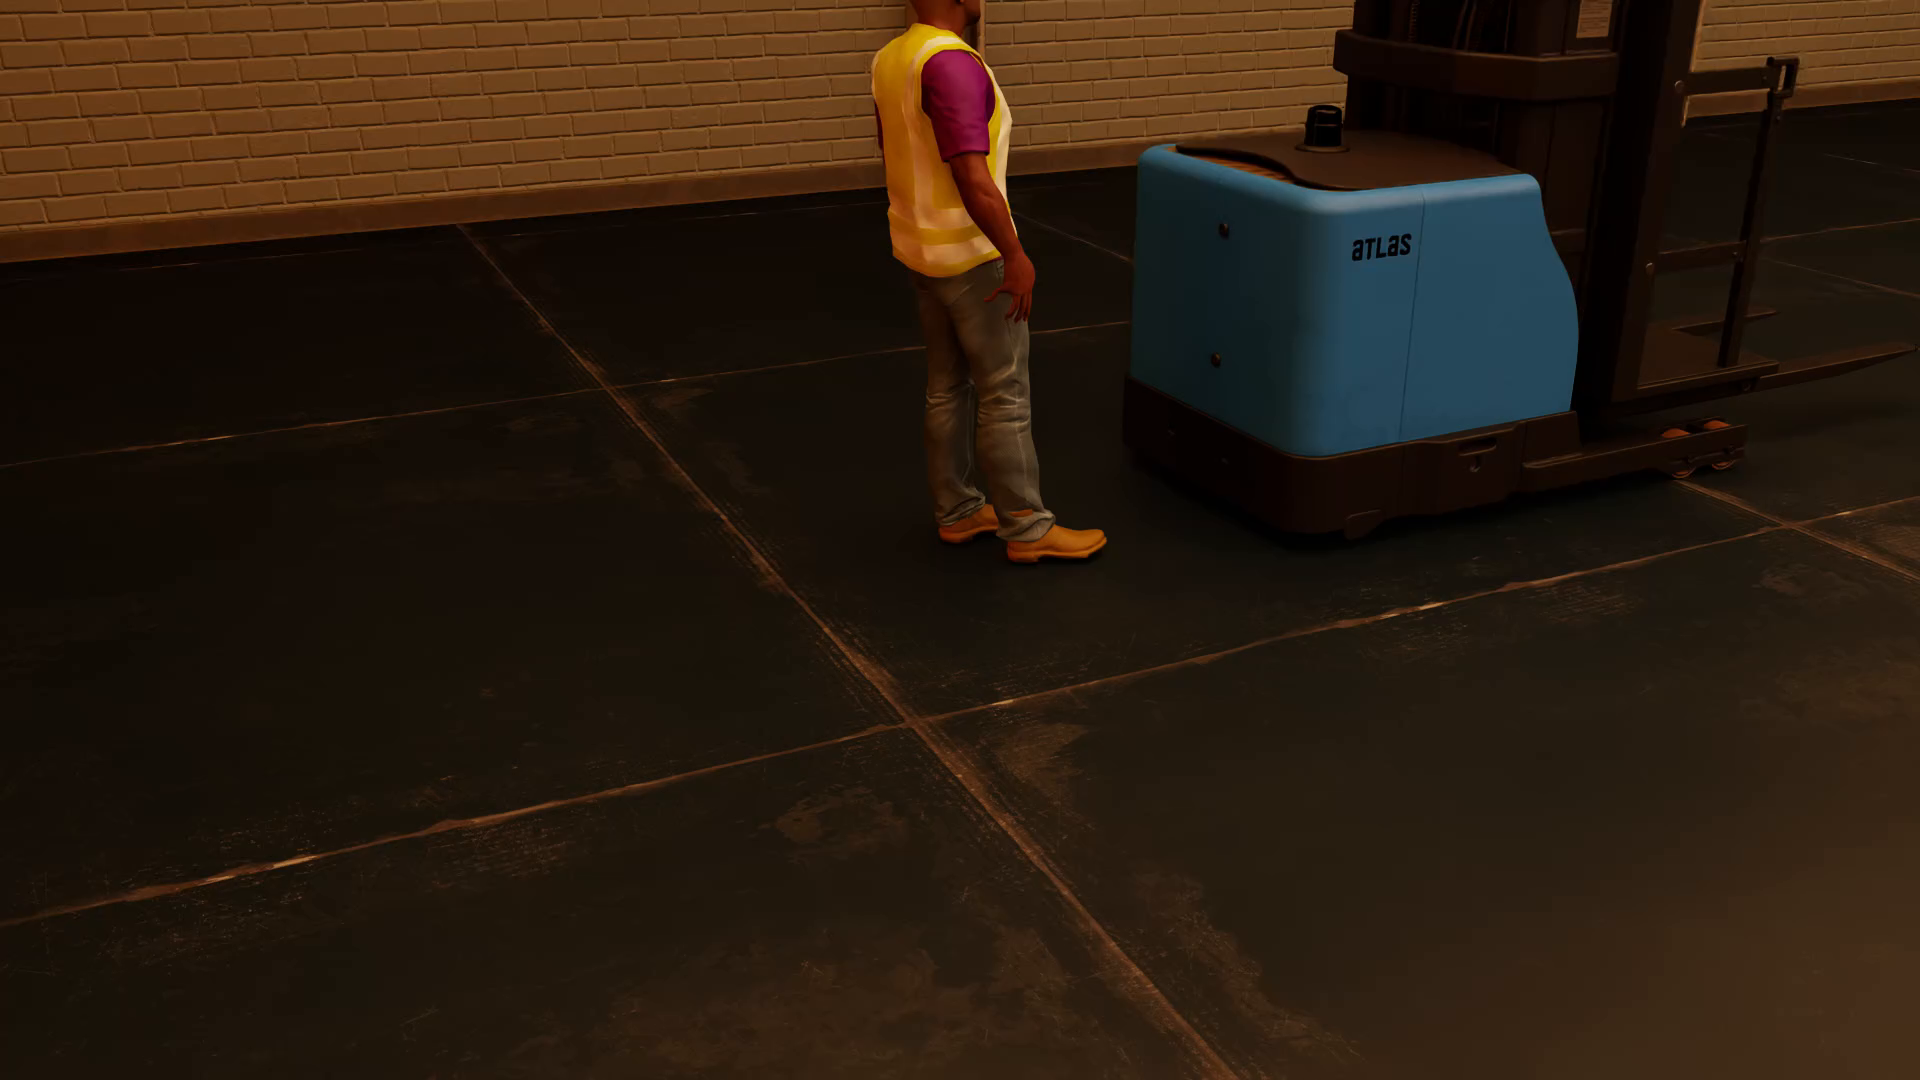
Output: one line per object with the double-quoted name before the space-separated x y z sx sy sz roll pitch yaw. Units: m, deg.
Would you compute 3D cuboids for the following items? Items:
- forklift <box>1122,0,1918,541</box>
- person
"forklift" 2.114 -1.729 5.448 3.031 2.935 1.130 -11 25 -24
"person" 0.066 -0.832 4.789 0.575 1.768 0.666 -10 25 -23
